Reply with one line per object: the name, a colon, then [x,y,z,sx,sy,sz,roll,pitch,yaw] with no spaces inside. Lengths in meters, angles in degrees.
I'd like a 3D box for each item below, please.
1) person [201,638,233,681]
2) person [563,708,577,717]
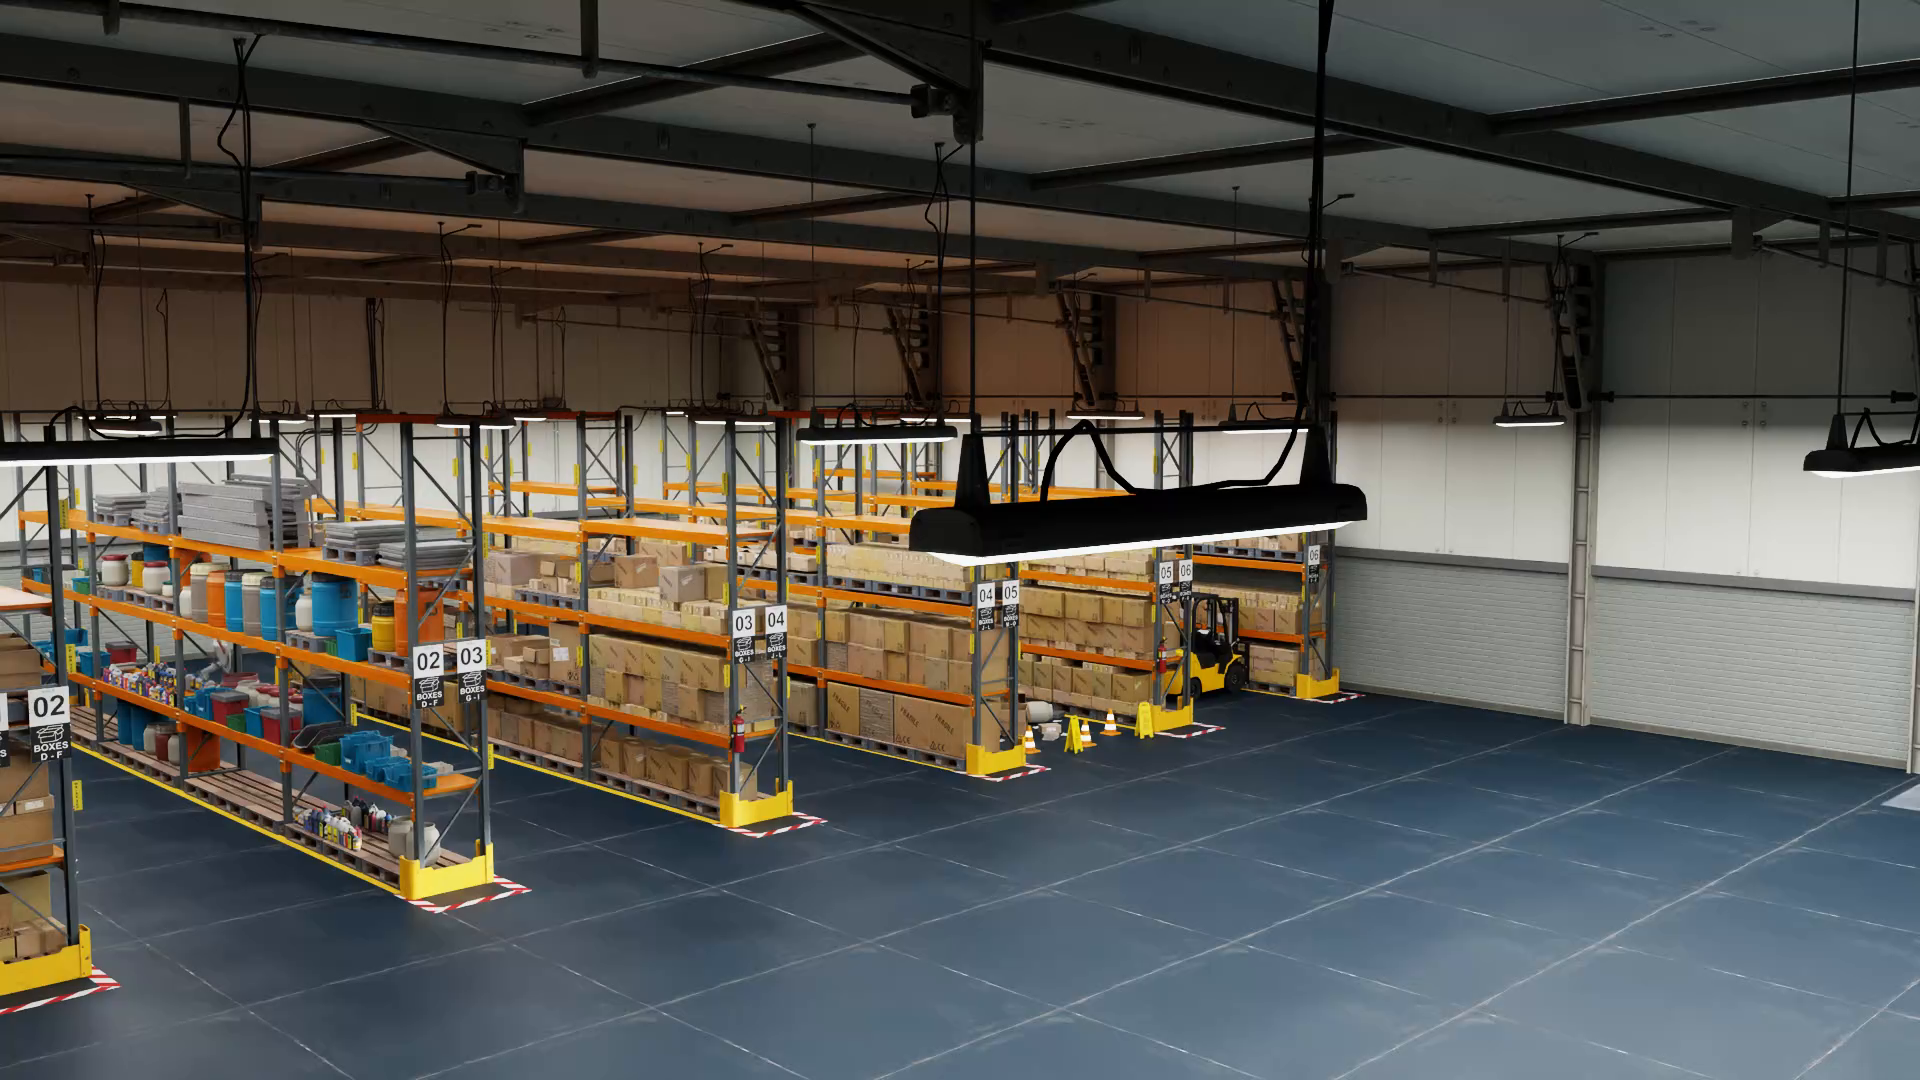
person: [-16.309,2.323,36.552,0.705,1.651,0.465,-2,5,-21]
person: [-7.348,2.765,31.447,0.510,1.720,0.388,4,6,40]
